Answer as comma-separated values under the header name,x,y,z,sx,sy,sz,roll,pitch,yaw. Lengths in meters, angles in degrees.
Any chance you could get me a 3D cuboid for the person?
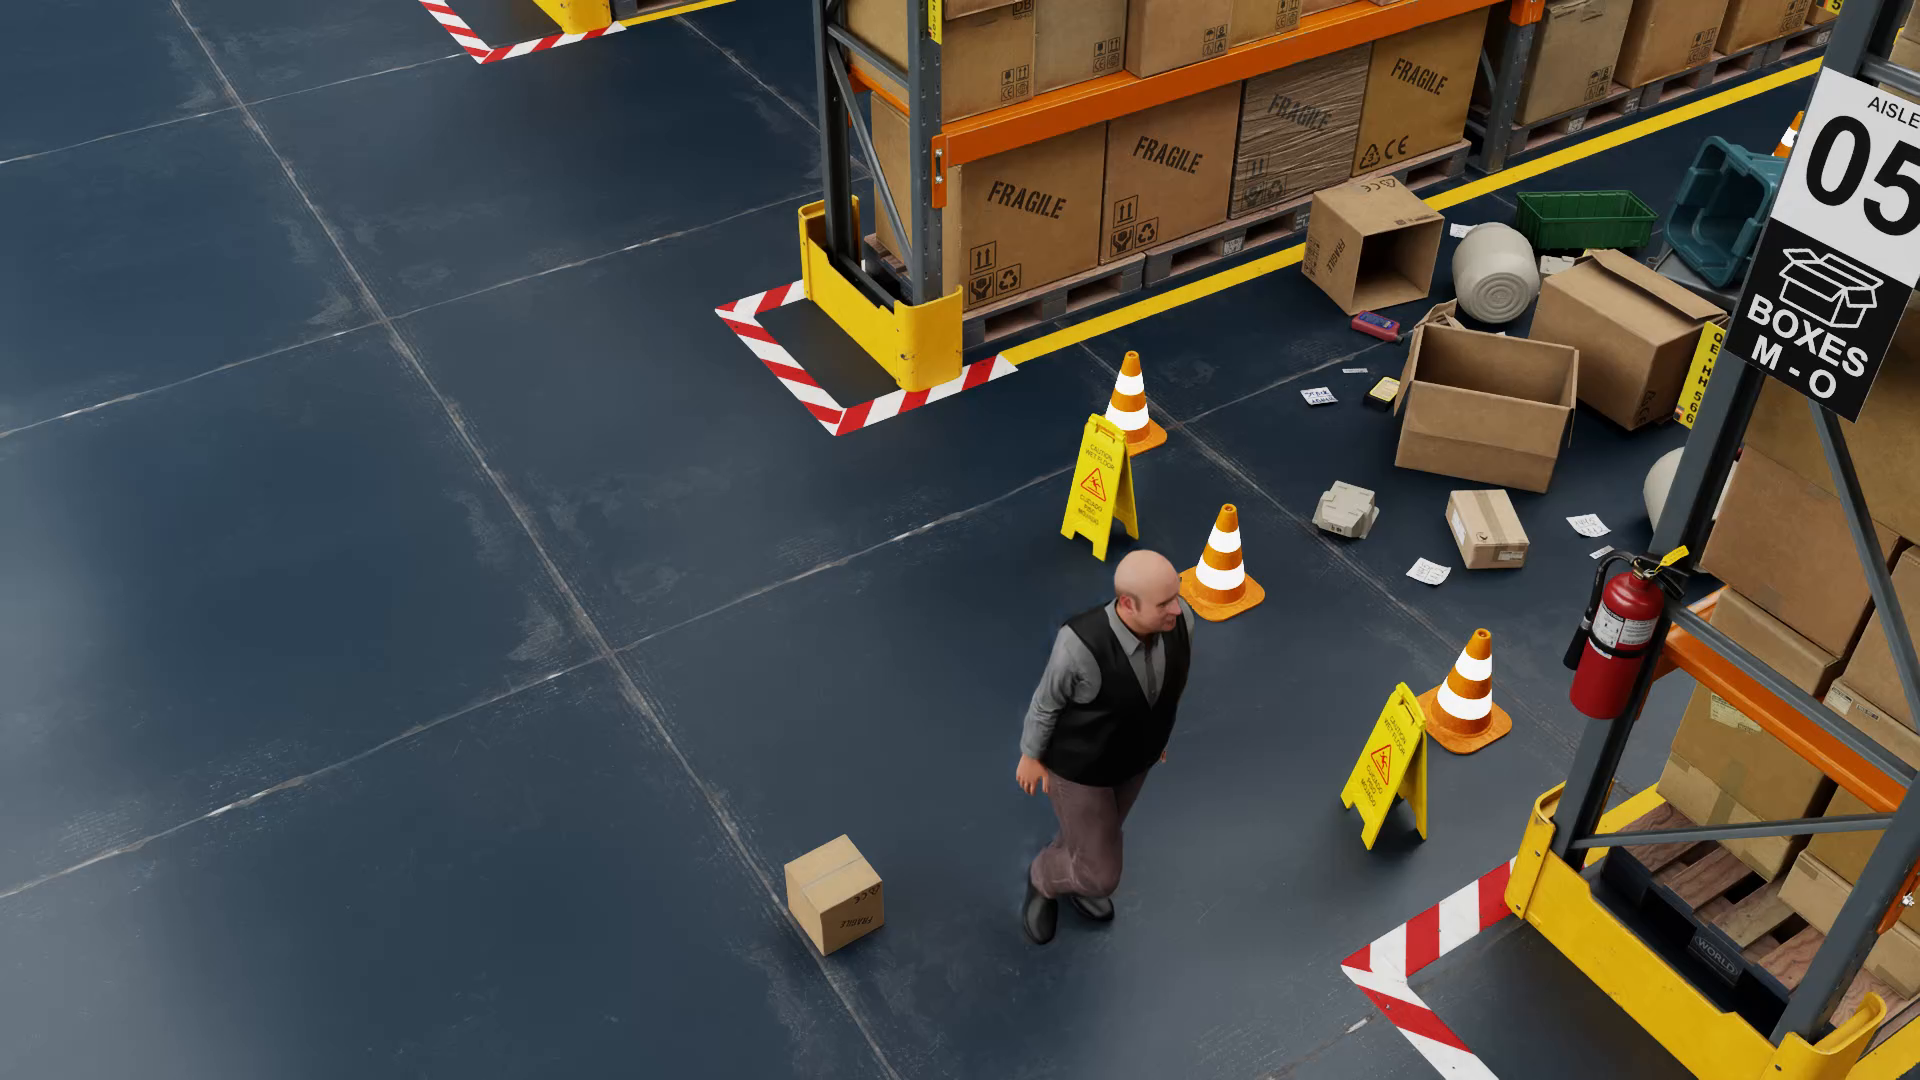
name,x,y,z,sx,sy,sz,roll,pitch,yaw
person,0.476,0.672,5.365,0.567,1.708,0.490,-26,47,-27
